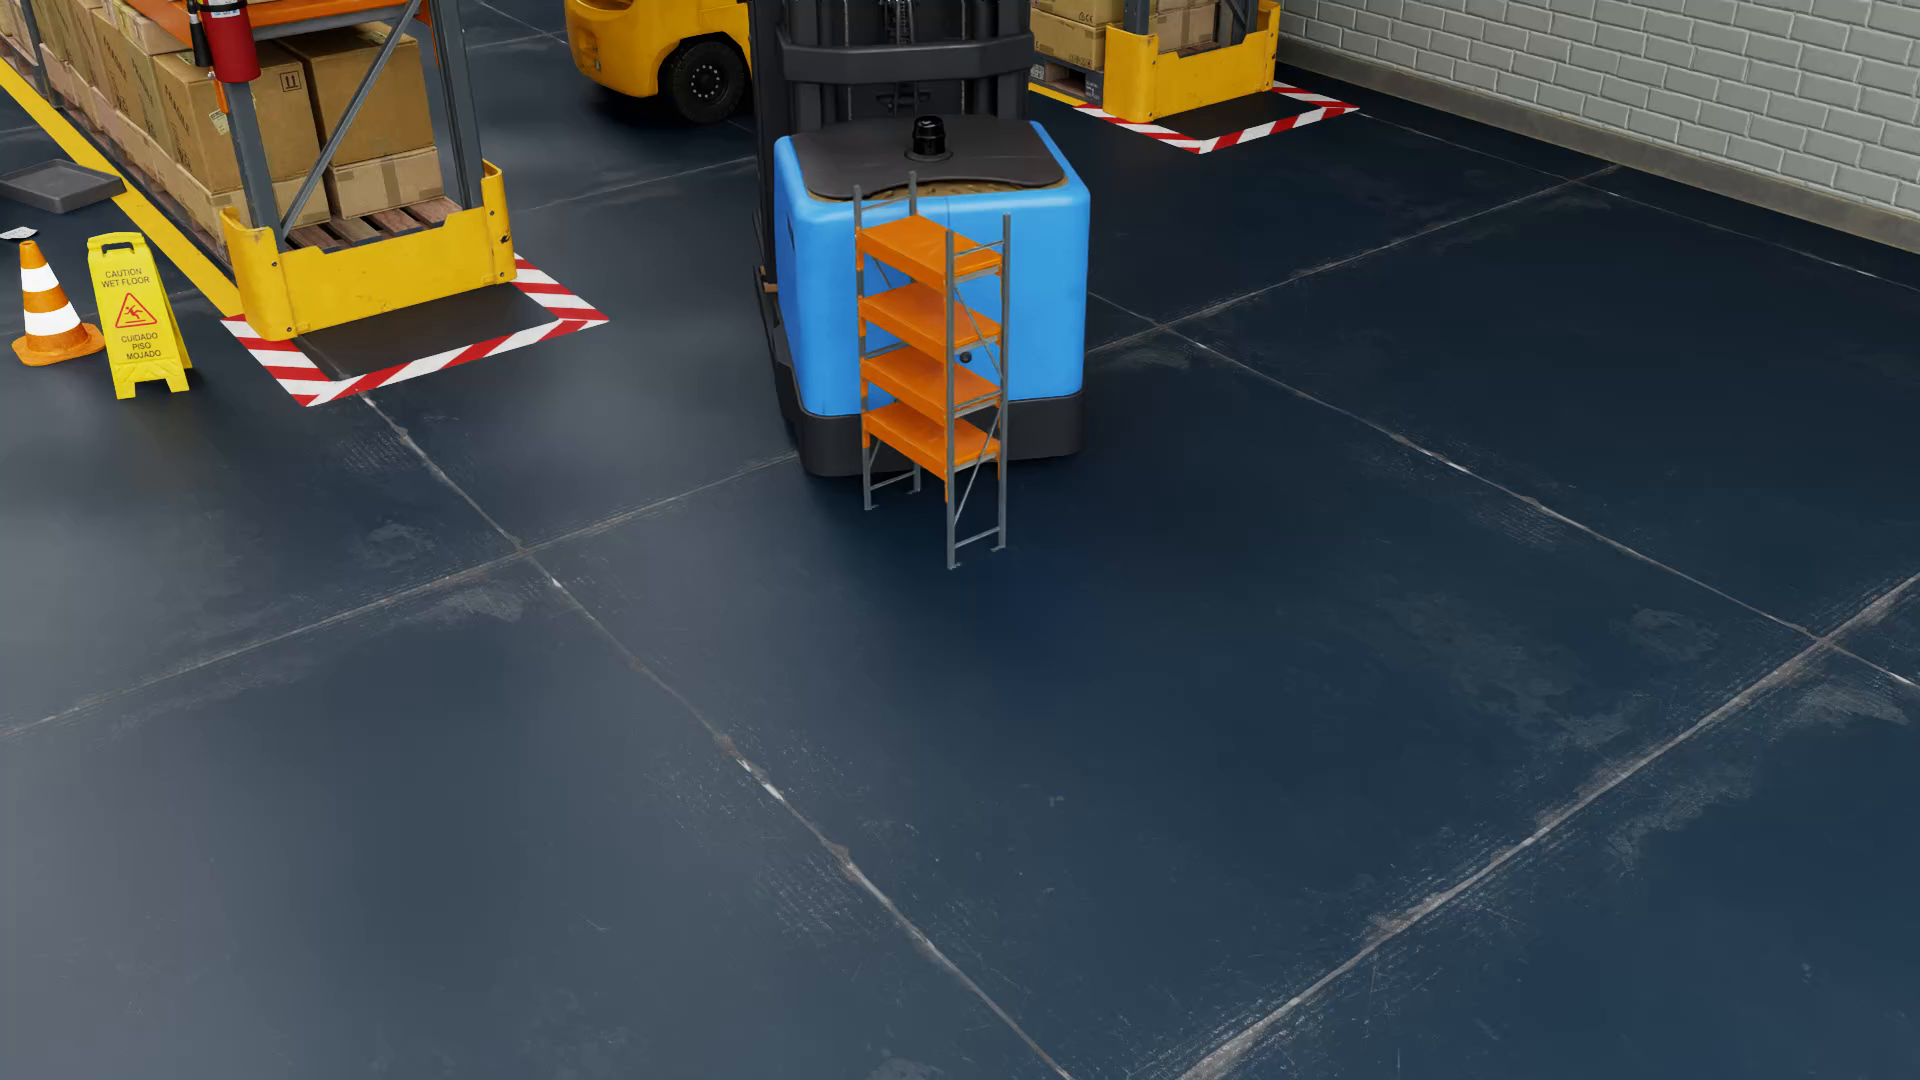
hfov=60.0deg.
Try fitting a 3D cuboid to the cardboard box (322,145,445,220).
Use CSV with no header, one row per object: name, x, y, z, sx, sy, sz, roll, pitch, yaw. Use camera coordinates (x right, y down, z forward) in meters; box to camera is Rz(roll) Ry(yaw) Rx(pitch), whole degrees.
cardboard box,-2.826,-1.776,7.975,0.500,0.250,0.500,-23,38,-32

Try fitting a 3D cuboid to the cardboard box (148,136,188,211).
cardboard box,-3.569,-1.819,8.043,0.500,0.250,0.500,-22,38,-31

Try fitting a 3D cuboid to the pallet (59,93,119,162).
pallet,-4.563,-2.554,9.662,1.003,0.211,1.213,-22,38,-31

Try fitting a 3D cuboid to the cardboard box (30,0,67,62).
cardboard box,-4.854,-3.003,9.239,0.500,0.500,0.500,-20,37,-29

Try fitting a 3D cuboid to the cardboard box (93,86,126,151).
cardboard box,-4.190,-2.245,8.730,0.500,0.250,0.500,-23,38,-32

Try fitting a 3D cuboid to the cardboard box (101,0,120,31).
cardboard box,-3.837,-2.541,7.881,0.380,0.149,0.250,-21,37,-29

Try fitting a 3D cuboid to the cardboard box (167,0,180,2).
cardboard box,-3.191,-2.390,6.993,0.380,0.149,0.250,-23,38,-32

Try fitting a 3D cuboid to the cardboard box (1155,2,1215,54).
cardboard box,1.222,-3.226,10.309,0.500,0.250,0.500,-22,38,-31

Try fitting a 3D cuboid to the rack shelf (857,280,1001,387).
rack shelf,-0.093,-0.683,5.416,0.258,0.148,0.480,-22,38,-31

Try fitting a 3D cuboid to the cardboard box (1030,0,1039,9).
cardboard box,0.524,-3.484,10.252,0.500,0.250,0.500,-23,38,-32

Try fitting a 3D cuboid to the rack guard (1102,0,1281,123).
rack guard,1.384,-2.876,9.906,1.175,0.500,0.348,-22,38,-31

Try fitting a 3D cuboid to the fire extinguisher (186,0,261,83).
fire extinguisher,-2.844,-2.110,6.378,0.296,0.674,0.183,-22,38,-31

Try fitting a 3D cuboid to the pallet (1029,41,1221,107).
pallet,0.867,-3.068,10.490,1.003,0.211,1.213,-22,38,-31

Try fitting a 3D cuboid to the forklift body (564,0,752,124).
forklift body,-1.235,-3.787,9.809,2.313,2.155,1.214,-22,38,-31

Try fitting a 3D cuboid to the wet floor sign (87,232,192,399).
wet floor sign,-3.278,-0.915,6.611,0.267,0.644,0.232,-10,33,-15

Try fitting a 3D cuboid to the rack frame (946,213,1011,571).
rack frame,0.056,-0.448,5.334,0.240,1.200,0.015,-22,38,-31

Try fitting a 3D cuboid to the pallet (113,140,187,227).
pallet,-3.810,-2.045,8.843,1.003,0.211,1.213,-22,38,-31

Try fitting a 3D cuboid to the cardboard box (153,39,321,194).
cardboard box,-3.247,-1.918,7.493,0.500,0.500,0.500,-22,38,-31

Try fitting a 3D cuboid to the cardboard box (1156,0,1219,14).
cardboard box,1.245,-3.433,10.169,0.500,0.250,0.500,-21,38,-31

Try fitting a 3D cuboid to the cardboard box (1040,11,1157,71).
cardboard box,0.831,-3.051,10.028,0.500,0.250,0.500,-22,38,-31

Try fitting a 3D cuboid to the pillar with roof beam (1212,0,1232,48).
pillar with roof beam,-1.747,-5.685,6.374,9.100,9.000,0.400,-22,38,-31

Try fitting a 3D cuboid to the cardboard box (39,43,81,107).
cardboard box,-4.854,-2.684,9.437,0.500,0.250,0.500,-24,39,-33

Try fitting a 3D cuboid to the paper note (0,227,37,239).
paper note,-4.618,-1.508,8.149,0.148,0.019,0.142,18,36,27

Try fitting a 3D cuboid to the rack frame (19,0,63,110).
rack frame,-5.003,-4.007,9.359,1.000,3.000,0.127,-22,38,-31

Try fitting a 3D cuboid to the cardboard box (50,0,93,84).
cardboard box,-4.516,-2.783,8.886,0.500,0.500,0.500,-21,37,-30

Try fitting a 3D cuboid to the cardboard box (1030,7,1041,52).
cardboard box,0.534,-3.262,10.367,0.500,0.250,0.500,-22,38,-31

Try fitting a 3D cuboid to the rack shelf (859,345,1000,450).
rack shelf,-0.093,-0.493,5.534,0.258,0.148,0.480,-22,38,-31

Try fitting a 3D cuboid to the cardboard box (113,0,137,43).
cardboard box,-3.677,-2.431,7.704,0.380,0.149,0.250,-22,38,-31

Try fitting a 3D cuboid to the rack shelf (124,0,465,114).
rack shelf,-3.776,-2.868,8.207,1.077,0.370,4.000,-22,38,-31

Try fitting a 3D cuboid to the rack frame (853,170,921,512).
rack frame,-0.242,-0.652,5.662,0.240,1.200,0.015,-22,38,-31

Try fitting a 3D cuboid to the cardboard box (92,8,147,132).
cardboard box,-3.874,-2.347,8.184,0.500,0.500,0.500,-23,39,-32

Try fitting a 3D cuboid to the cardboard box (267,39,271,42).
cardboard box,-3.165,-2.321,8.141,0.500,0.500,0.500,-24,39,-33

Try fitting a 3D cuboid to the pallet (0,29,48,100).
pallet,-5.481,-3.147,10.616,1.003,0.211,1.213,-22,38,-31

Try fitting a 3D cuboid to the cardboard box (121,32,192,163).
cardboard box,-3.570,-2.135,7.842,0.500,0.500,0.500,-21,37,-30

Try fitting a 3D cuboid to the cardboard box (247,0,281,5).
cardboard box,-2.948,-2.320,6.880,0.380,0.149,0.250,-21,37,-30

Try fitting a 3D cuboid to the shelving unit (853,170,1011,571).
shelving unit,-0.093,-0.550,5.498,0.258,1.200,0.503,-22,38,-31

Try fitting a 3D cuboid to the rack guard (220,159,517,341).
rack guard,-2.596,-1.310,7.385,1.175,0.500,0.348,-22,38,-31

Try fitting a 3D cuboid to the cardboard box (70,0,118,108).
cardboard box,-4.200,-2.567,8.537,0.500,0.500,0.500,-20,37,-29

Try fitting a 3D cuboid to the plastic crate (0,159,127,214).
plastic crate,-4.688,-1.847,8.648,0.583,0.080,0.402,18,36,27

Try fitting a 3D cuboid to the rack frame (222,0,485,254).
rack frame,-2.550,-2.340,6.675,1.000,3.000,0.127,-22,38,-31

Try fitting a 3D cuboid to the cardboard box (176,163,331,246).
cardboard box,-3.273,-1.610,7.708,0.500,0.250,0.500,-22,38,-32

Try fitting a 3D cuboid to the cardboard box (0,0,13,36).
cardboard box,-5.770,-3.586,10.773,0.950,0.372,0.625,-20,37,-29

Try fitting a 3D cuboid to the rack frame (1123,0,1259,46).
rack frame,1.369,-3.948,9.263,1.000,3.000,0.127,-22,38,-31

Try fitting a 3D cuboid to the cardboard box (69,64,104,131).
cardboard box,-4.518,-2.465,9.085,0.500,0.250,0.500,-20,37,-29

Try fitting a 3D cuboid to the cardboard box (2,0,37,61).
cardboard box,-5.326,-3.287,10.292,0.950,0.372,0.625,-22,38,-31

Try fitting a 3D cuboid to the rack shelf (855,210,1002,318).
rack shelf,-0.093,-0.884,5.291,0.258,0.148,0.480,-22,38,-31

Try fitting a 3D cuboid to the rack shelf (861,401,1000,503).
rack shelf,-0.093,-0.324,5.638,0.258,0.148,0.480,-22,38,-31

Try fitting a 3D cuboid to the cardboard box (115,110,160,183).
cardboard box,-3.895,-2.035,8.392,0.500,0.250,0.500,-24,39,-33

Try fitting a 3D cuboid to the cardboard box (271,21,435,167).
cardboard box,-2.841,-2.104,7.792,0.500,0.500,0.500,-24,39,-33

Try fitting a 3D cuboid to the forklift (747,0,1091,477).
forklift,-0.316,-2.237,6.573,1.130,2.935,3.031,-6,32,-9

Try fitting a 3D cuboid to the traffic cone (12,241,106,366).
traffic cone,-3.832,-1.024,6.961,0.336,0.463,0.334,-22,38,-31

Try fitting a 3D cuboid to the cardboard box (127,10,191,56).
cardboard box,-3.525,-2.325,7.533,0.380,0.149,0.250,-21,38,-30

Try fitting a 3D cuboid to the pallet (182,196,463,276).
pallet,-3.067,-1.537,8.025,1.003,0.211,1.213,-22,38,-31

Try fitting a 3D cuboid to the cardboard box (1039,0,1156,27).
cardboard box,0.824,-3.272,9.909,0.500,0.250,0.500,-23,38,-32
